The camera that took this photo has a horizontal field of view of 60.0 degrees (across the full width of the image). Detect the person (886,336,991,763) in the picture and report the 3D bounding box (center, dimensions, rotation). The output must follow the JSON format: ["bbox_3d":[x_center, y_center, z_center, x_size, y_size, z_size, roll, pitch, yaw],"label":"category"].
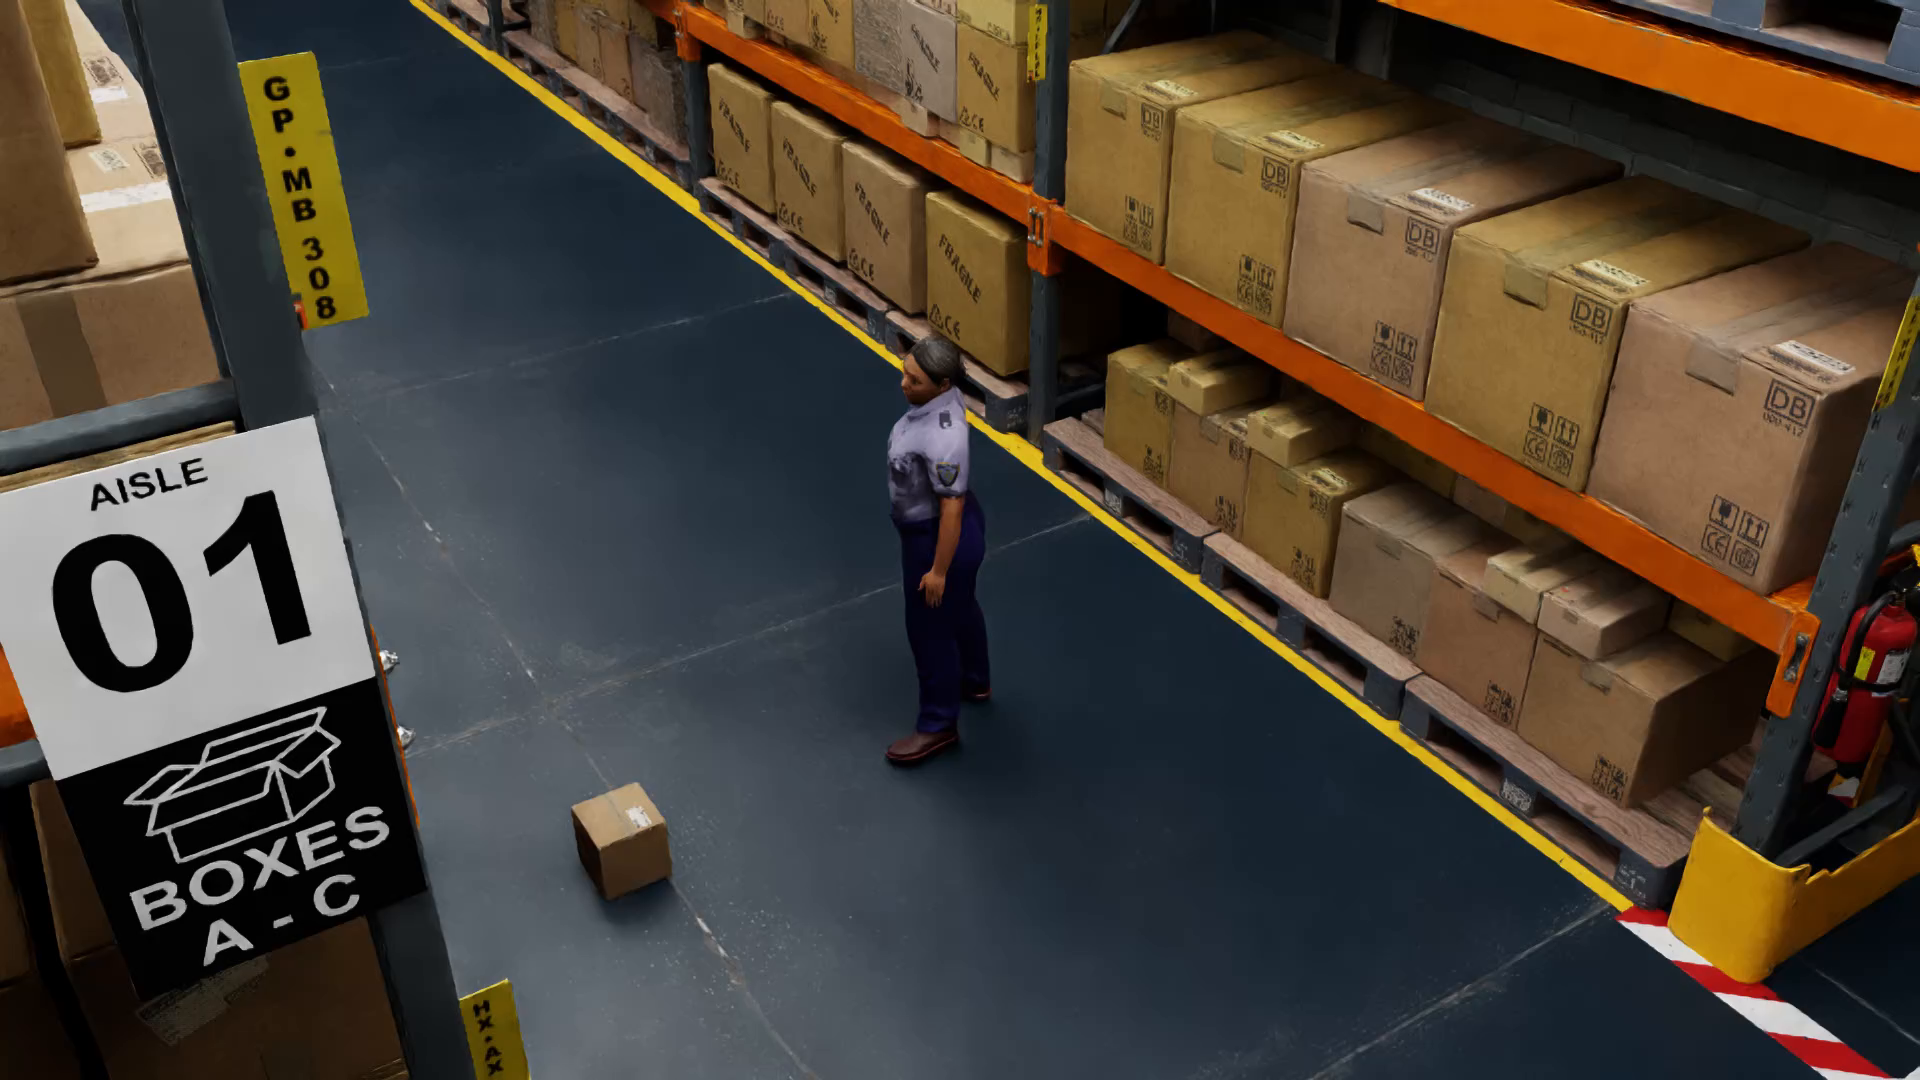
[{"bbox_3d":[-0.078,-0.003,6.126,0.404,1.655,0.624,0,33,1],"label":"person"}]
